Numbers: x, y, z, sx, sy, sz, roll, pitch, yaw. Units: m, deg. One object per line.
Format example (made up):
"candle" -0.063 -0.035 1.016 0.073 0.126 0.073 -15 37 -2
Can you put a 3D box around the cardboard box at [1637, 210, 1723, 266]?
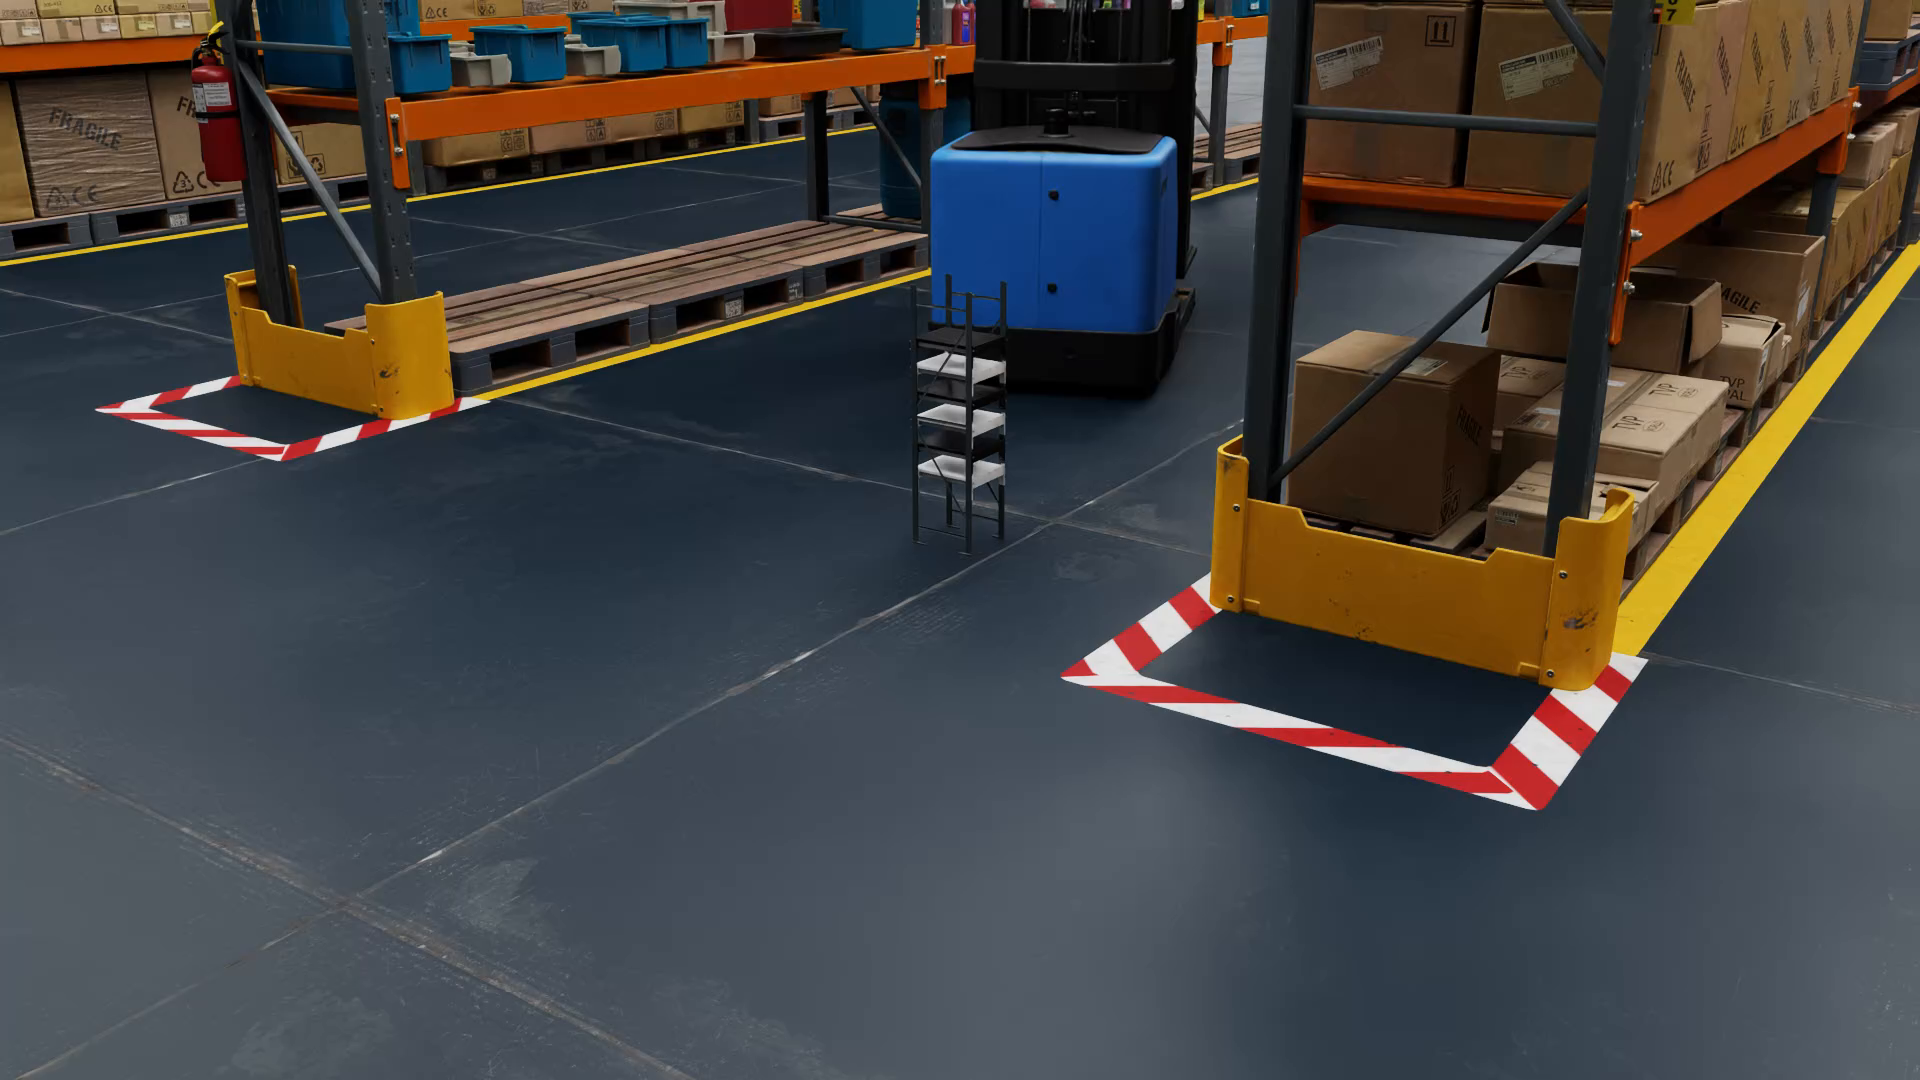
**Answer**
"cardboard box" 3.586 -1.497 8.459 0.500 0.500 0.500 13 24 32

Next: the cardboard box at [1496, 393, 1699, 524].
"cardboard box" 2.118 -0.279 5.525 0.500 0.250 0.500 13 24 32

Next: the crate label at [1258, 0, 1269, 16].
"crate label" 2.482 -4.630 13.906 0.502 0.435 0.616 13 24 32

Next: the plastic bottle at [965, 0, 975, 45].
"plastic bottle" 0.085 -3.239 10.365 0.061 0.283 0.133 13 24 32

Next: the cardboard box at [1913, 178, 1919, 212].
"cardboard box" 6.332 -2.414 11.326 0.500 0.250 0.500 13 24 32

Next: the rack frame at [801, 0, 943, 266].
"rack frame" -0.549 -3.233 10.182 1.000 3.000 0.127 13 24 32

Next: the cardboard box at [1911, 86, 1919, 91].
"cardboard box" 8.052 -3.560 13.614 0.500 0.311 0.500 13 24 32

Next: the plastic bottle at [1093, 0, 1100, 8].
"plastic bottle" 0.880 -3.702 11.519 0.144 0.351 0.185 13 24 32

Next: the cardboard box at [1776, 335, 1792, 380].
"cardboard box" 3.299 -0.797 7.072 0.380 0.149 0.250 13 24 32

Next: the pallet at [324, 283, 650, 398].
"pallet" -2.302 -1.007 8.182 1.003 0.211 1.213 13 24 32

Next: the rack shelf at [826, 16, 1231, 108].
"rack shelf" 0.575 -3.470 11.858 1.077 0.370 4.000 13 24 32

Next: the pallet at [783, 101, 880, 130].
"pallet" -1.270 -4.611 17.927 1.003 0.211 1.213 13 24 32

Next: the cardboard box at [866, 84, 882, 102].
"cardboard box" -1.109 -5.063 18.097 0.700 0.500 0.500 11 23 27

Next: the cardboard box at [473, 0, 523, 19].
"cardboard box" -3.898 -4.474 13.391 0.500 0.500 0.500 13 24 32

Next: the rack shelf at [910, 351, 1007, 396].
"rack shelf" -0.005 -0.557 5.552 0.258 0.077 0.200 13 24 32

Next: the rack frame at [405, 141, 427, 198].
"rack frame" -4.645 -4.199 12.793 1.000 3.000 0.127 13 24 32

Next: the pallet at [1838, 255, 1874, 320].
"pallet" 4.657 -1.550 9.652 1.003 0.211 1.213 13 24 32

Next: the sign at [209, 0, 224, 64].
"sign" -3.262 -2.265 7.328 0.100 0.325 0.005 13 24 32

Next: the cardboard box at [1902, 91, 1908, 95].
"cardboard box" 7.604 -3.662 13.890 0.500 0.311 0.500 13 24 32

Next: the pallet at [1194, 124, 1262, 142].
"pallet" 2.854 -3.636 15.291 1.003 0.211 1.213 13 24 32

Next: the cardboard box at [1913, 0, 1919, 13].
"cardboard box" 5.533 -3.455 10.032 0.700 0.500 0.500 5 21 14

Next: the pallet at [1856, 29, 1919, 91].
"pallet" 4.085 -2.384 8.163 1.003 0.211 1.213 13 24 32

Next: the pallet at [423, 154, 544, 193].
"pallet" -4.274 -3.127 13.915 1.003 0.211 1.213 13 24 32

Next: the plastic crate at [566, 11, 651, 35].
"plastic crate" -1.855 -2.674 8.826 0.416 0.233 0.300 13 24 32

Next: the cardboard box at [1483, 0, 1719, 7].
"cardboard box" 1.765 -1.710 4.479 0.500 0.500 0.500 14 25 33

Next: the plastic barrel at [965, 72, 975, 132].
"plastic barrel" 0.169 -2.802 11.435 0.600 0.901 0.708 13 24 32

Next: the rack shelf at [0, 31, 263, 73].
"rack shelf" -5.769 -3.288 11.367 1.077 0.370 4.000 13 24 32

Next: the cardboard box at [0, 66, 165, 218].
"cardboard box" -6.089 -2.712 11.231 0.875 0.875 0.875 13 24 32

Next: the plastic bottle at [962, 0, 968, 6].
"plastic bottle" 0.008 -3.579 11.303 0.097 0.271 0.097 0 20 0

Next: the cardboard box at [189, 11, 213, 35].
"cardboard box" -5.268 -3.561 11.430 0.380 0.149 0.250 13 24 31

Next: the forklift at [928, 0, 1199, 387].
"forklift" 0.668 -2.535 8.393 1.130 2.935 3.031 4 21 11

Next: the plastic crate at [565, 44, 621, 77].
"plastic crate" -1.756 -2.267 7.864 0.250 0.136 0.298 13 24 32

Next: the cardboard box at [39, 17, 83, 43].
"cardboard box" -5.845 -3.266 10.633 0.380 0.149 0.250 13 24 31

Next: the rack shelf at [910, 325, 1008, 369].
"rack shelf" -0.005 -0.642 5.520 0.258 0.077 0.200 13 24 32

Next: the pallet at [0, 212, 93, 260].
"pallet" -6.509 -1.988 10.836 1.003 0.211 1.213 13 24 32

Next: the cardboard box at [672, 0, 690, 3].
"cardboard box" -2.754 -5.062 14.981 0.500 0.500 0.500 13 24 31

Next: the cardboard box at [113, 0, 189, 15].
"cardboard box" -5.539 -3.650 11.097 0.500 0.250 0.500 13 24 31

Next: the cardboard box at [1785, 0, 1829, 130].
"cardboard box" 2.901 -1.823 6.227 0.500 0.500 0.500 14 24 33

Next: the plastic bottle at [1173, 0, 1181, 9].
"plastic bottle" 1.615 -3.993 12.521 0.097 0.201 0.097 0 20 0

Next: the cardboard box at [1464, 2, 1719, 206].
"cardboard box" 1.765 -1.241 4.652 0.500 0.500 0.500 14 24 33

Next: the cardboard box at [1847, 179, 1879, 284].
"cardboard box" 4.597 -1.688 8.975 0.500 0.500 0.500 14 24 32

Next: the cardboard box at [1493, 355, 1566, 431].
"cardboard box" 1.958 -0.506 6.138 0.500 0.250 0.500 13 24 32

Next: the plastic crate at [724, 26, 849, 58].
"plastic crate" -0.956 -2.759 9.209 0.437 0.125 0.590 13 24 32

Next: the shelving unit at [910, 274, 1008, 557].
"shelving unit" -0.005 -0.420 5.603 0.258 0.900 0.210 13 24 32

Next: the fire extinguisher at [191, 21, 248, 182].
"fire extinguisher" -3.258 -1.920 7.280 0.296 0.674 0.183 13 24 32

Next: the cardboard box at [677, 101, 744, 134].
"cardboard box" -2.802 -4.353 15.667 1.225 0.875 0.875 12 23 29

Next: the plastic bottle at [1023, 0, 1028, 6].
"plastic bottle" 0.421 -3.529 11.160 0.152 0.276 0.135 13 24 32
